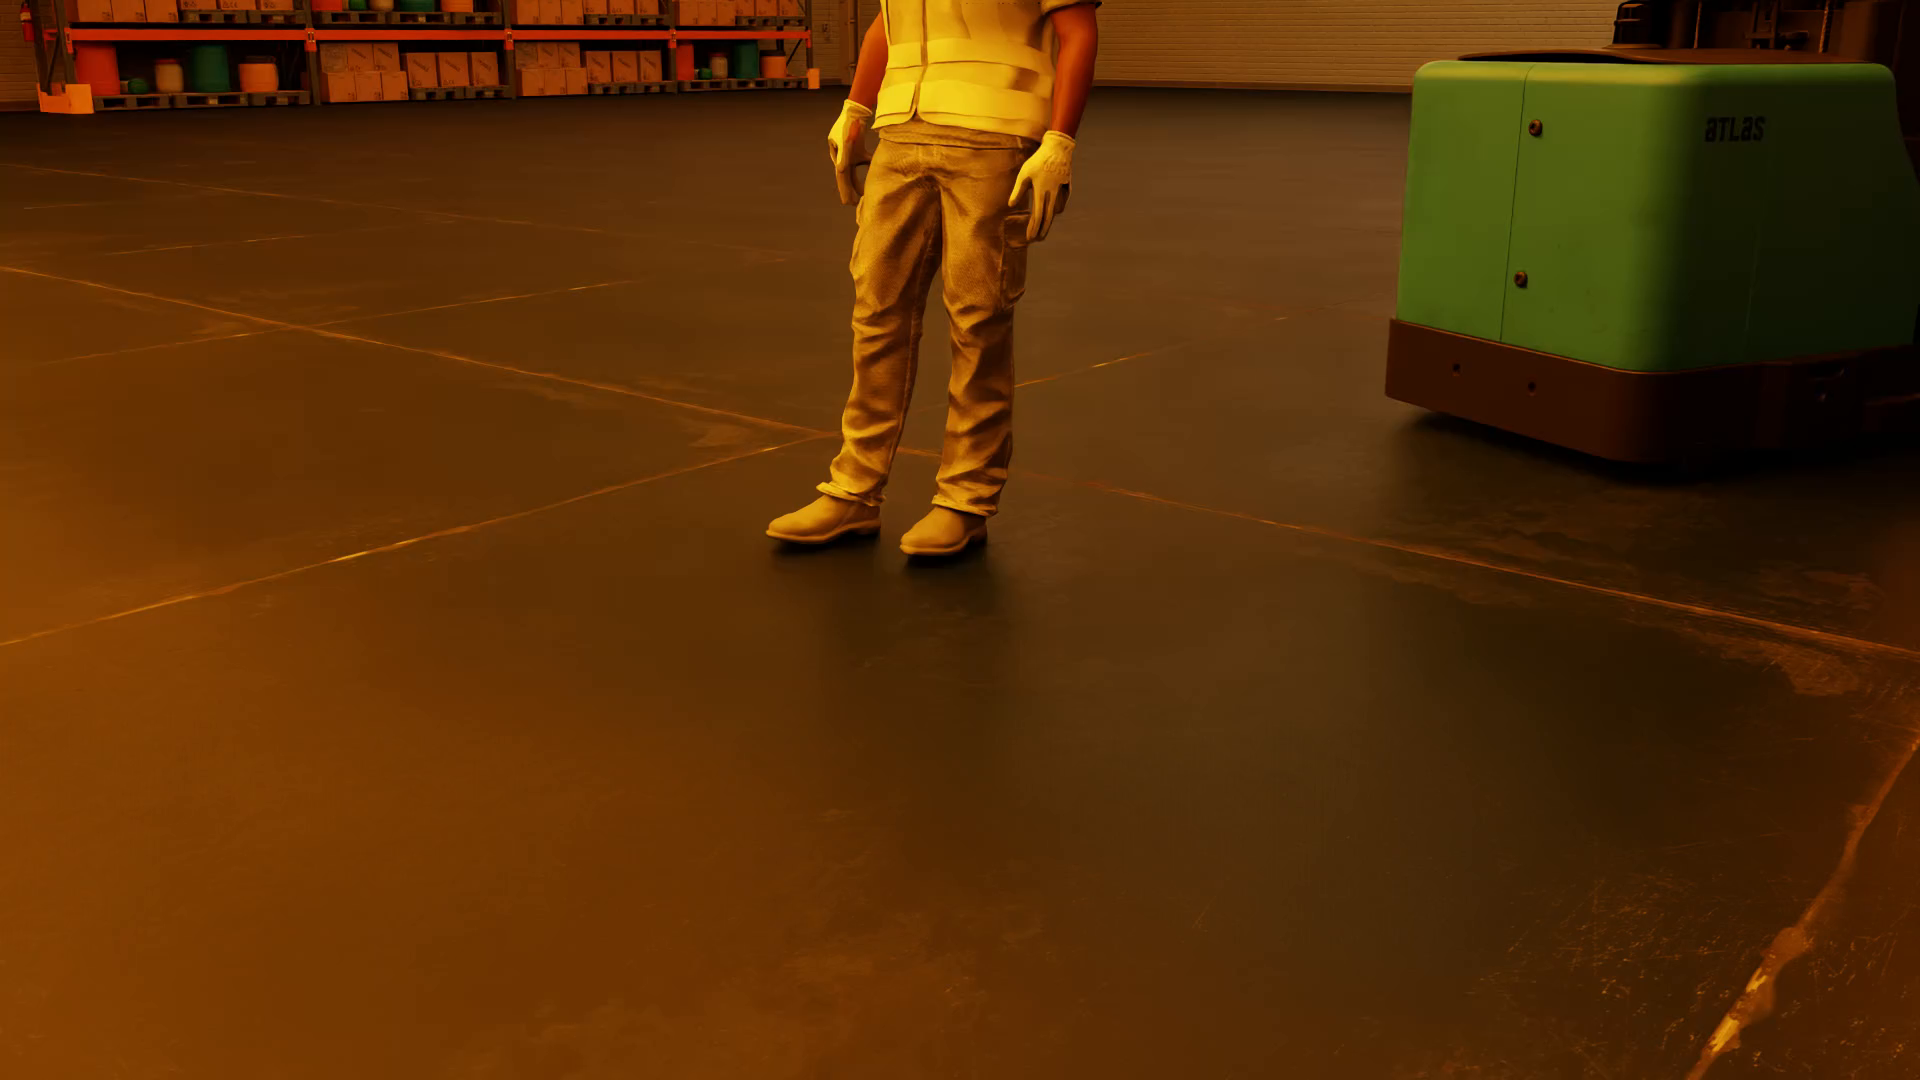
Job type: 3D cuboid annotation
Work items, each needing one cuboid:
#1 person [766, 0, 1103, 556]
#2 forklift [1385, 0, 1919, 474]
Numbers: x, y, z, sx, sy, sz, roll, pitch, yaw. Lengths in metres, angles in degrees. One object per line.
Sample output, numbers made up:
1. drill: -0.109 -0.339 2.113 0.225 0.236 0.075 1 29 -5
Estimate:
1. person: -0.052 -0.845 3.632 0.656 1.784 0.575 13 21 37
2. forklift: 2.879 -1.853 5.000 3.031 2.935 1.130 -8 19 -25
